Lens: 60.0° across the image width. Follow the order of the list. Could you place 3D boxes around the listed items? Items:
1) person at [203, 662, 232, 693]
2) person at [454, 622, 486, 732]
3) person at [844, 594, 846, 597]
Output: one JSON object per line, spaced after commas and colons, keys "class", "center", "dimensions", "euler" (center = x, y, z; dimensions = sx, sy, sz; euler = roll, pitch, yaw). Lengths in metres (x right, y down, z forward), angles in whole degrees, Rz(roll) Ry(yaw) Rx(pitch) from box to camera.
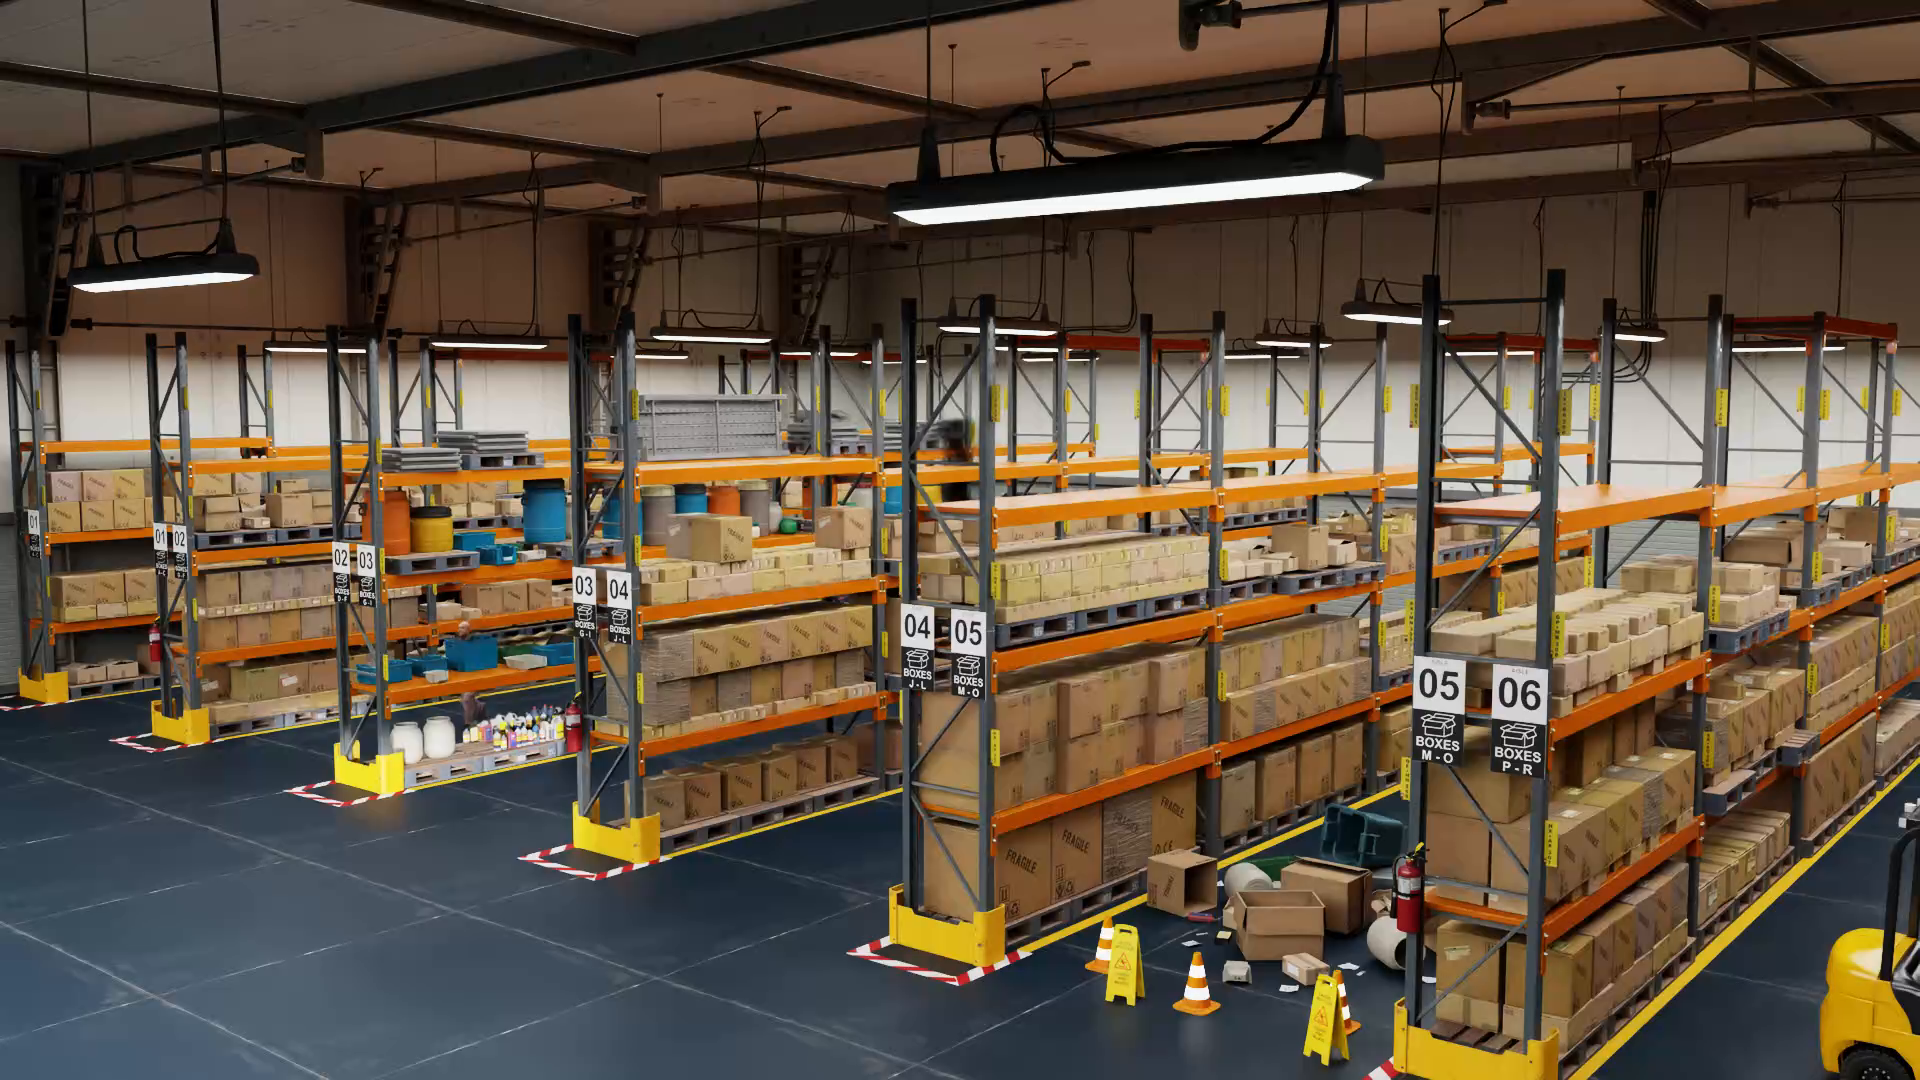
{"class": "person", "center": [-12.238, 1.960, 27.249], "dimensions": [0.621, 1.621, 0.916], "euler": [1, 5, 13]}
{"class": "person", "center": [-7.445, 2.056, 25.399], "dimensions": [0.660, 1.672, 0.752], "euler": [2, 5, 18]}
{"class": "person", "center": [-2.430, 0.742, 39.236], "dimensions": [0.863, 1.842, 0.651], "euler": [5, 7, 41]}
